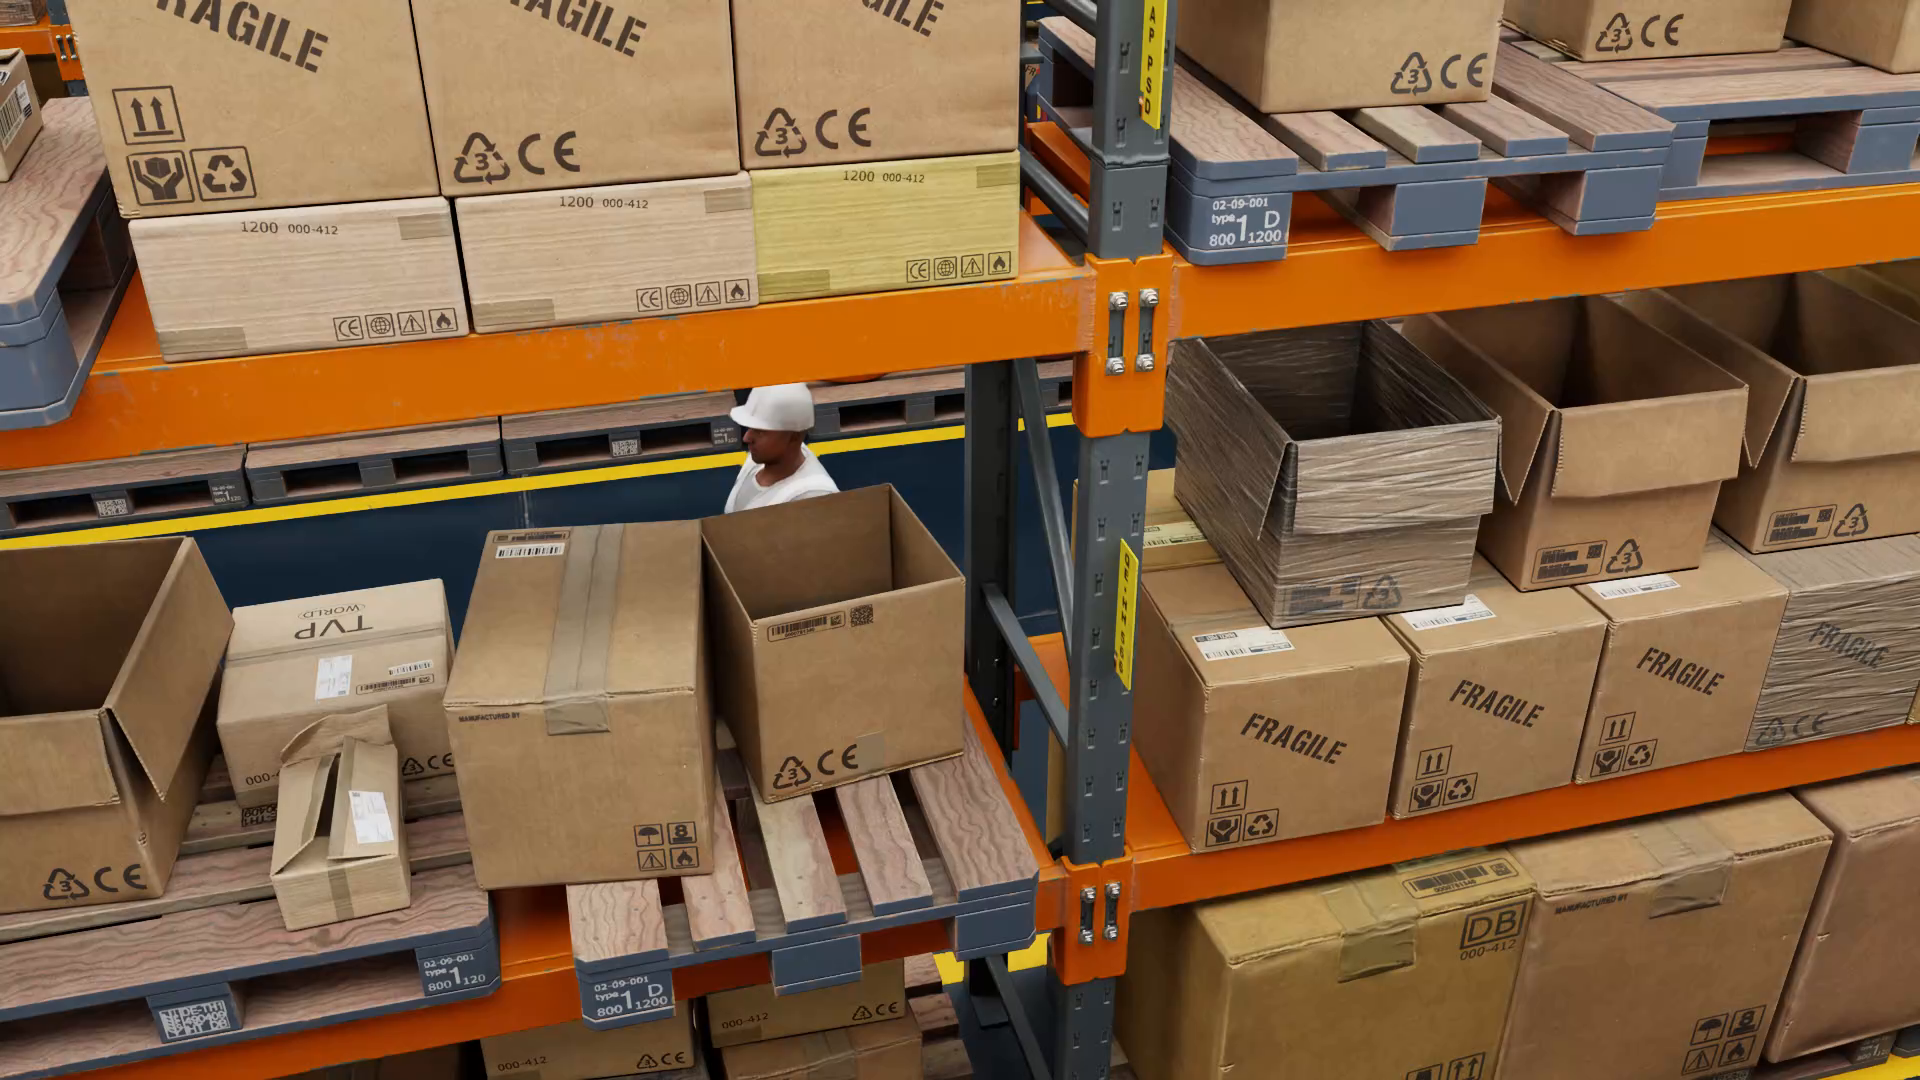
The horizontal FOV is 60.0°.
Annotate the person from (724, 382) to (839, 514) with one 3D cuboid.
[{"bbox_3d":[-0.595,0.270,5.638,0.357,1.785,0.548,-13,33,-22],"label":"person"}]
